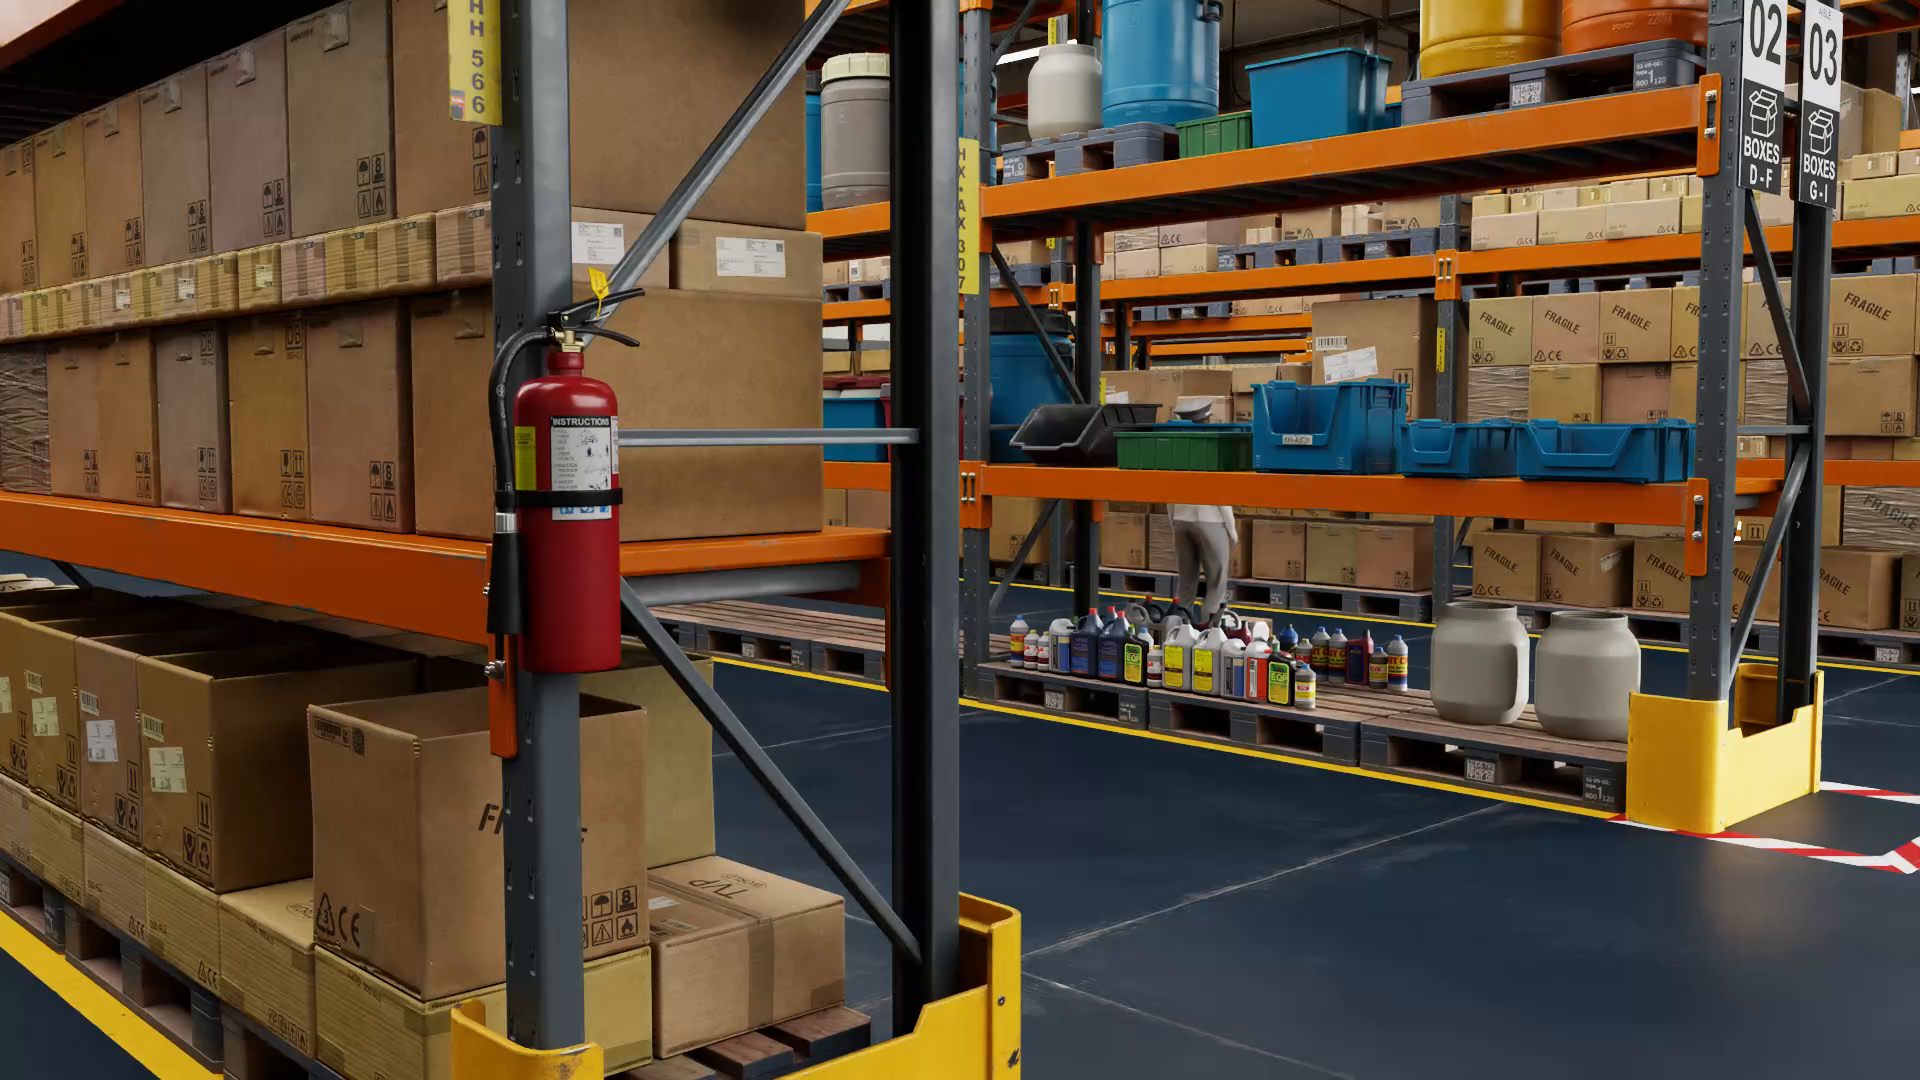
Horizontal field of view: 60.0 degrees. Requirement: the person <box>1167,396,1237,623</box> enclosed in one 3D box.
[{"bbox_3d":[1.536,-0.049,10.550,0.361,1.727,0.551,-3,5,-35],"label":"person"}]
